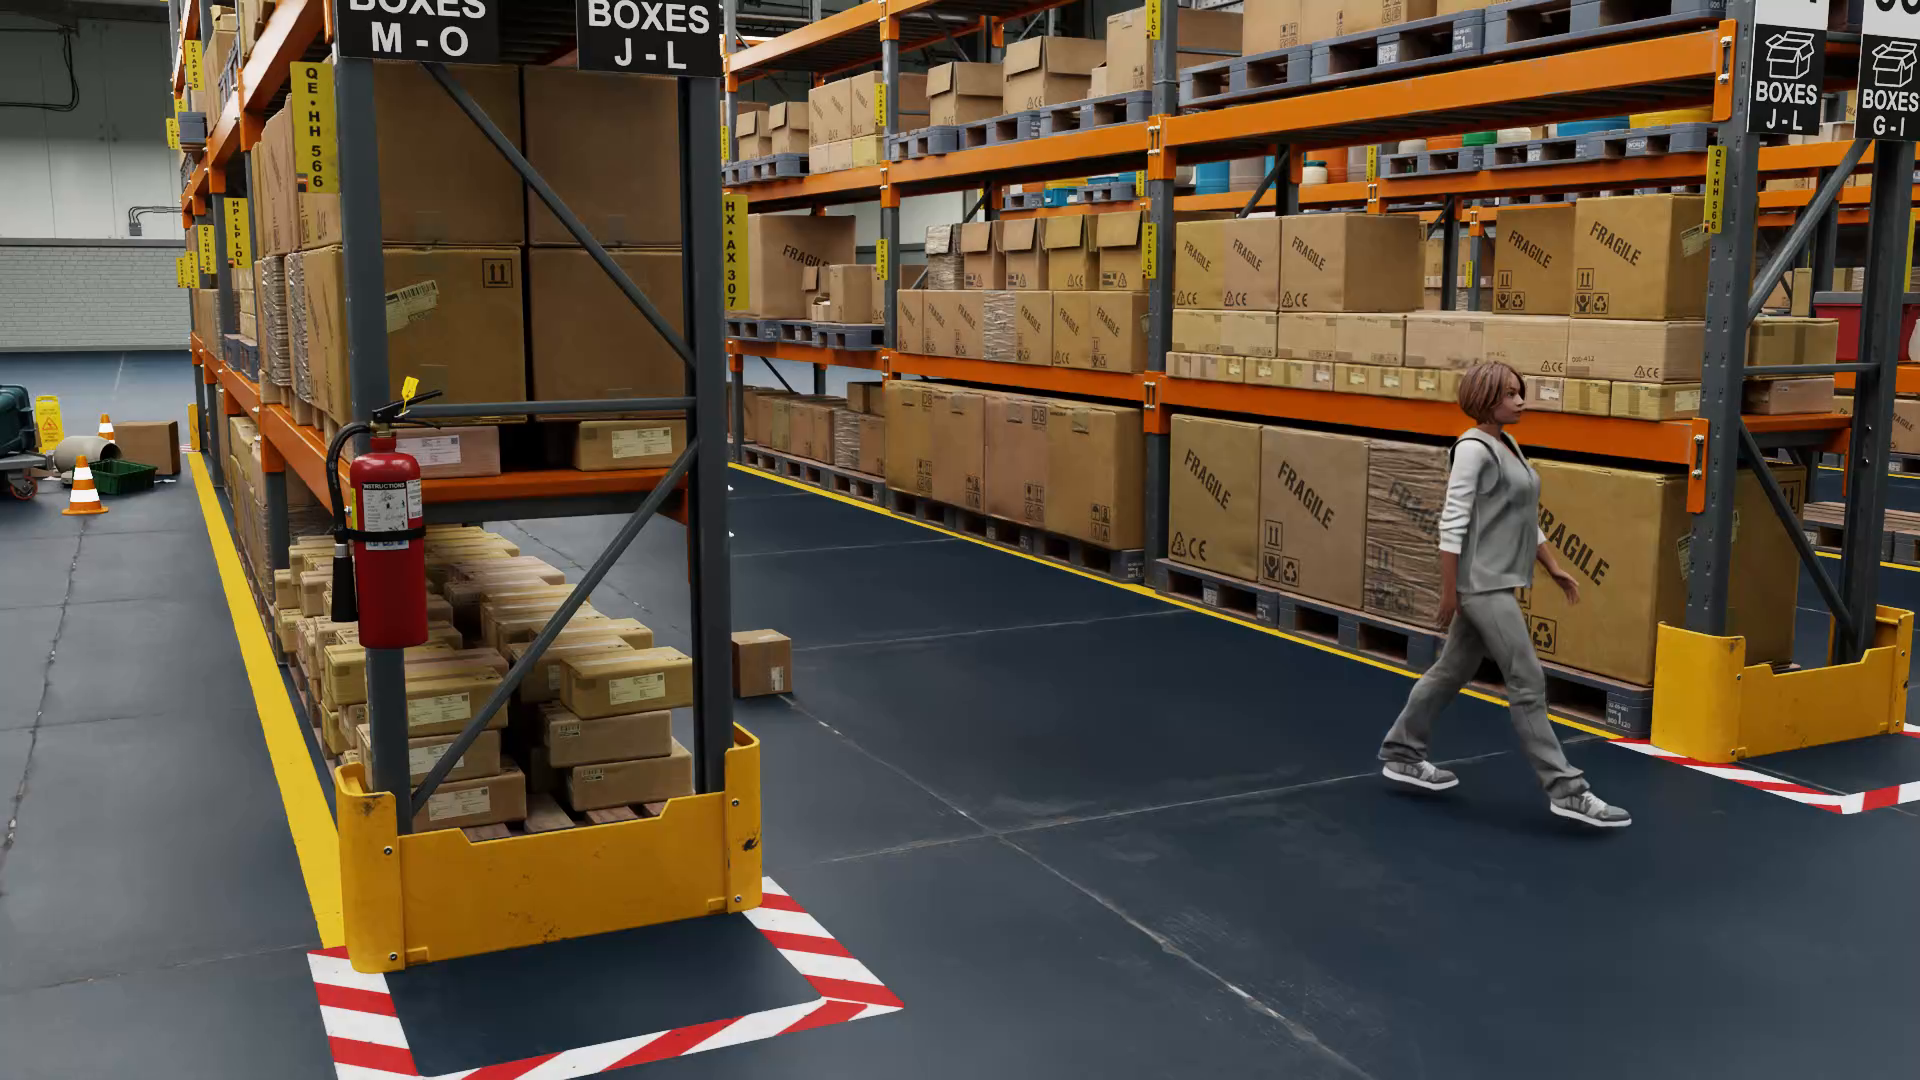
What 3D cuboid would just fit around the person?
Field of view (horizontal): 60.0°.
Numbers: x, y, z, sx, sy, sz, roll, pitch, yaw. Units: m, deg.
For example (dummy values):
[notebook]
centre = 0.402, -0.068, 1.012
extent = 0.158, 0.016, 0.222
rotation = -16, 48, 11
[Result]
[person]
centre = 1.925, 0.157, 5.782
extent = 0.899, 1.551, 0.423
rotation = 5, 10, 30
